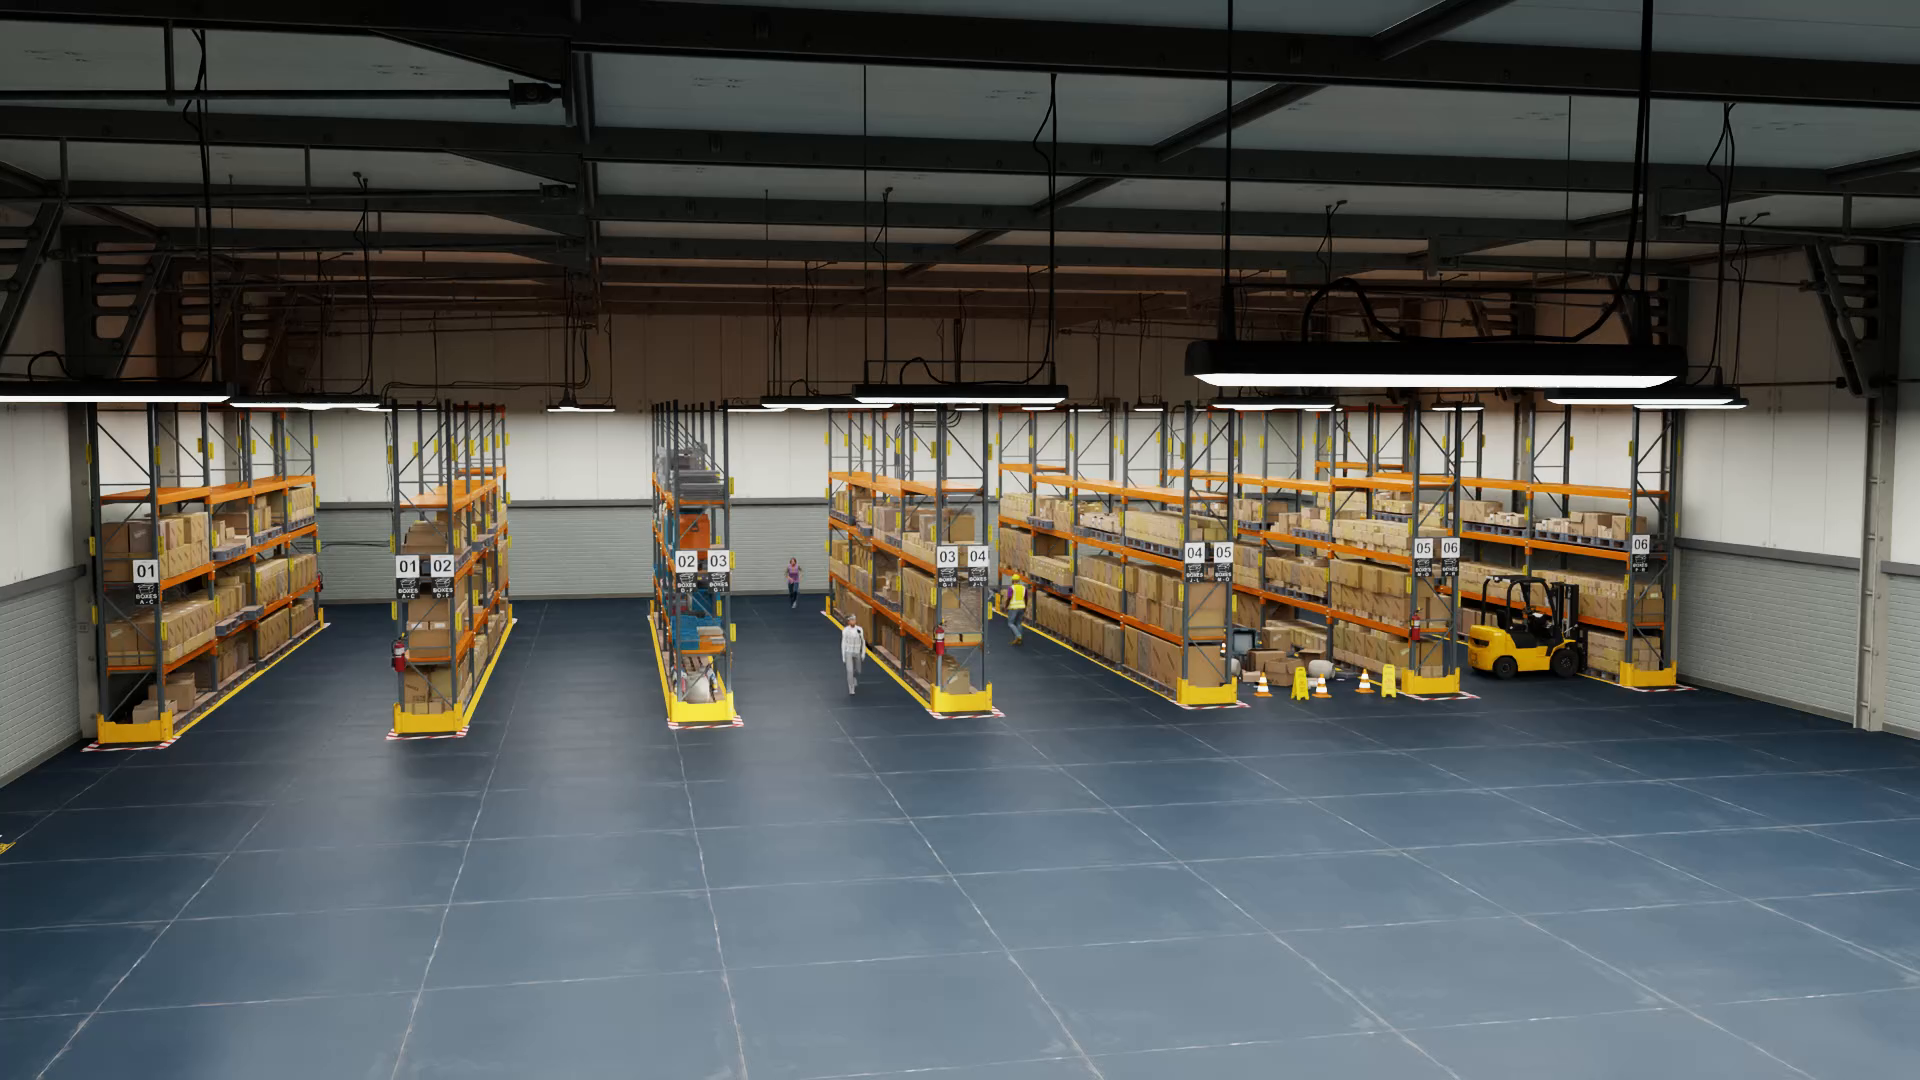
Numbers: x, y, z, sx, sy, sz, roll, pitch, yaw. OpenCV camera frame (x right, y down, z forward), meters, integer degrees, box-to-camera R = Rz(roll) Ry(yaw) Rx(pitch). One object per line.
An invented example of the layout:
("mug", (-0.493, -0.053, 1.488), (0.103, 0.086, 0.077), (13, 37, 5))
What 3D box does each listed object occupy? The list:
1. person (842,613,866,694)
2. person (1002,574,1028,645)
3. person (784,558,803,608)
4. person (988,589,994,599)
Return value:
("person", (-2.202, 2.304, 34.266), (0.493, 1.643, 0.871), (-1, 4, -14))
("person", (1.431, 1.736, 41.505), (0.645, 1.741, 0.649), (-3, 5, -35))
("person", (-4.897, 1.256, 49.021), (0.542, 1.513, 0.792), (0, 4, 0))
("person", (0.661, 1.110, 50.662), (0.819, 1.564, 0.413), (-1, 4, -17))
